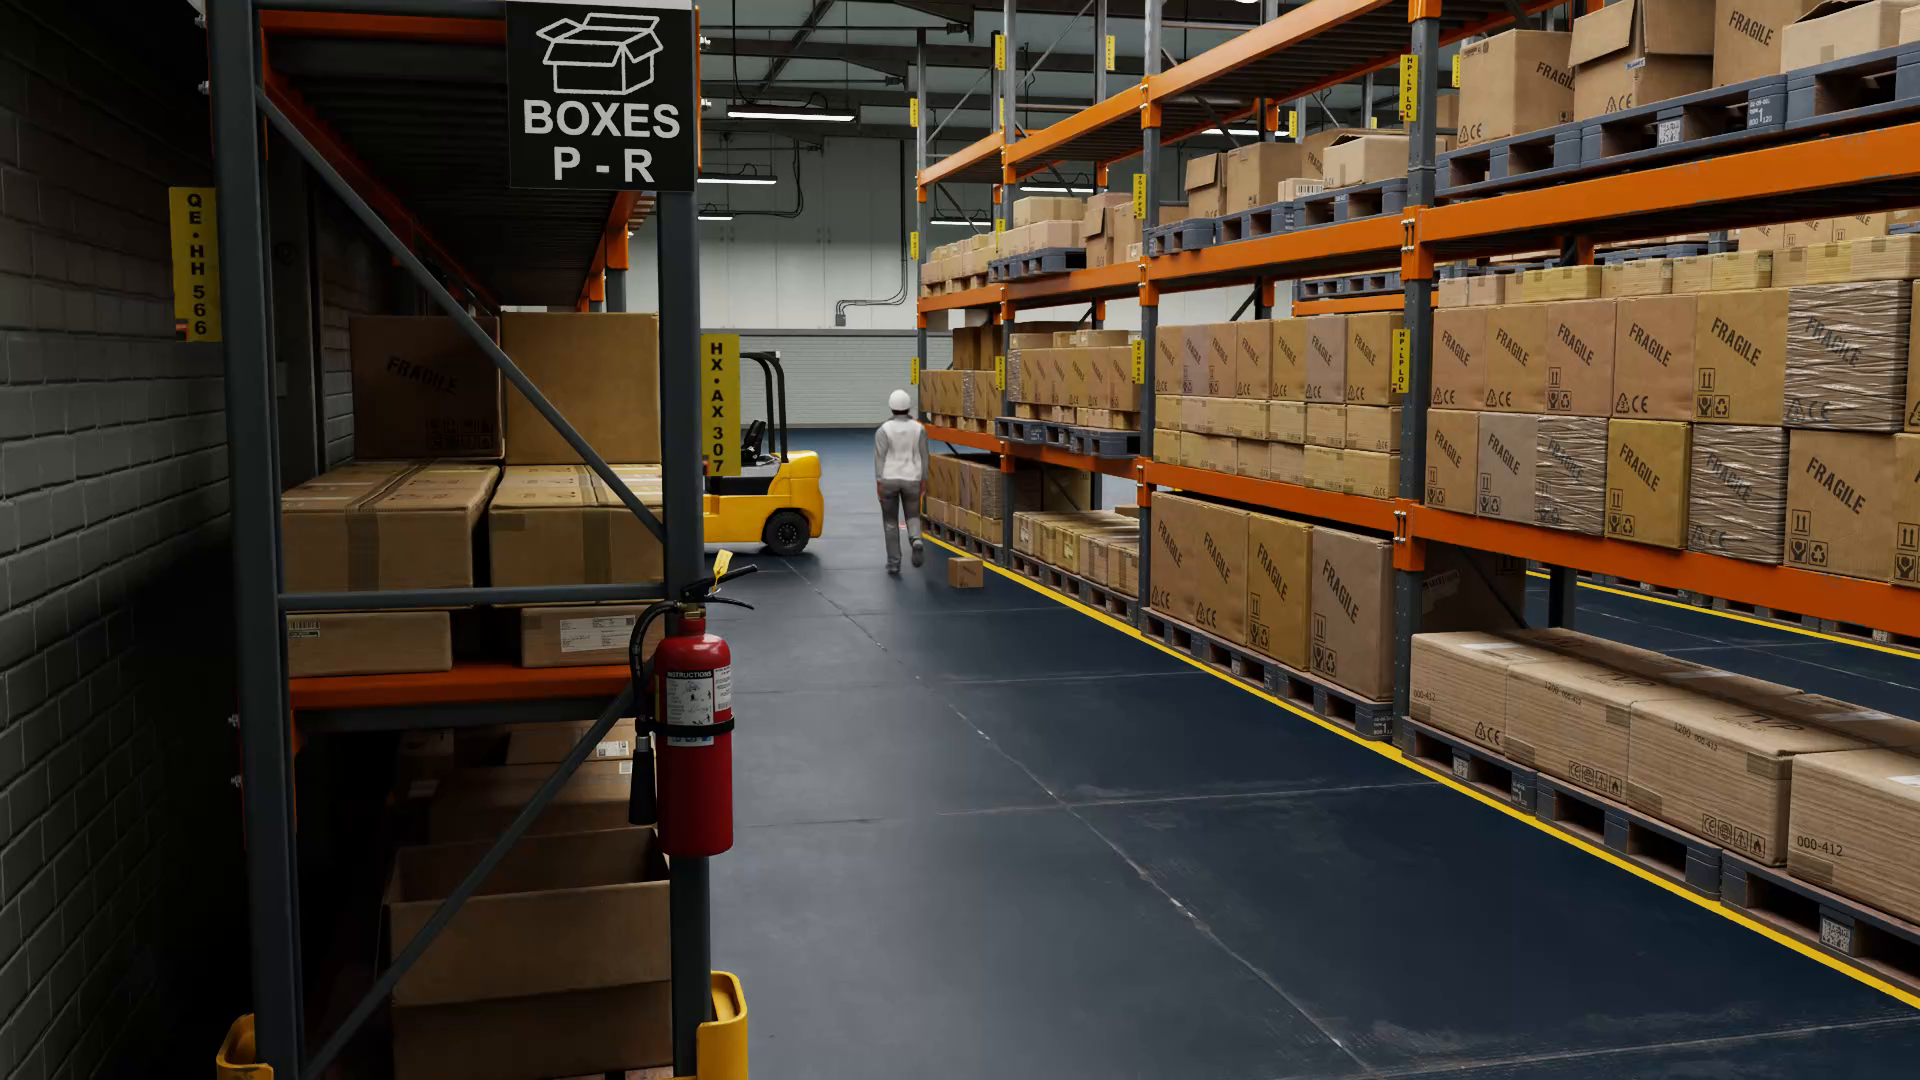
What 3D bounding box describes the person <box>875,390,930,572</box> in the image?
[{"bbox_3d":[-0.554,-0.566,16.013,0.537,1.757,0.623,-2,6,-14],"label":"person"}]
